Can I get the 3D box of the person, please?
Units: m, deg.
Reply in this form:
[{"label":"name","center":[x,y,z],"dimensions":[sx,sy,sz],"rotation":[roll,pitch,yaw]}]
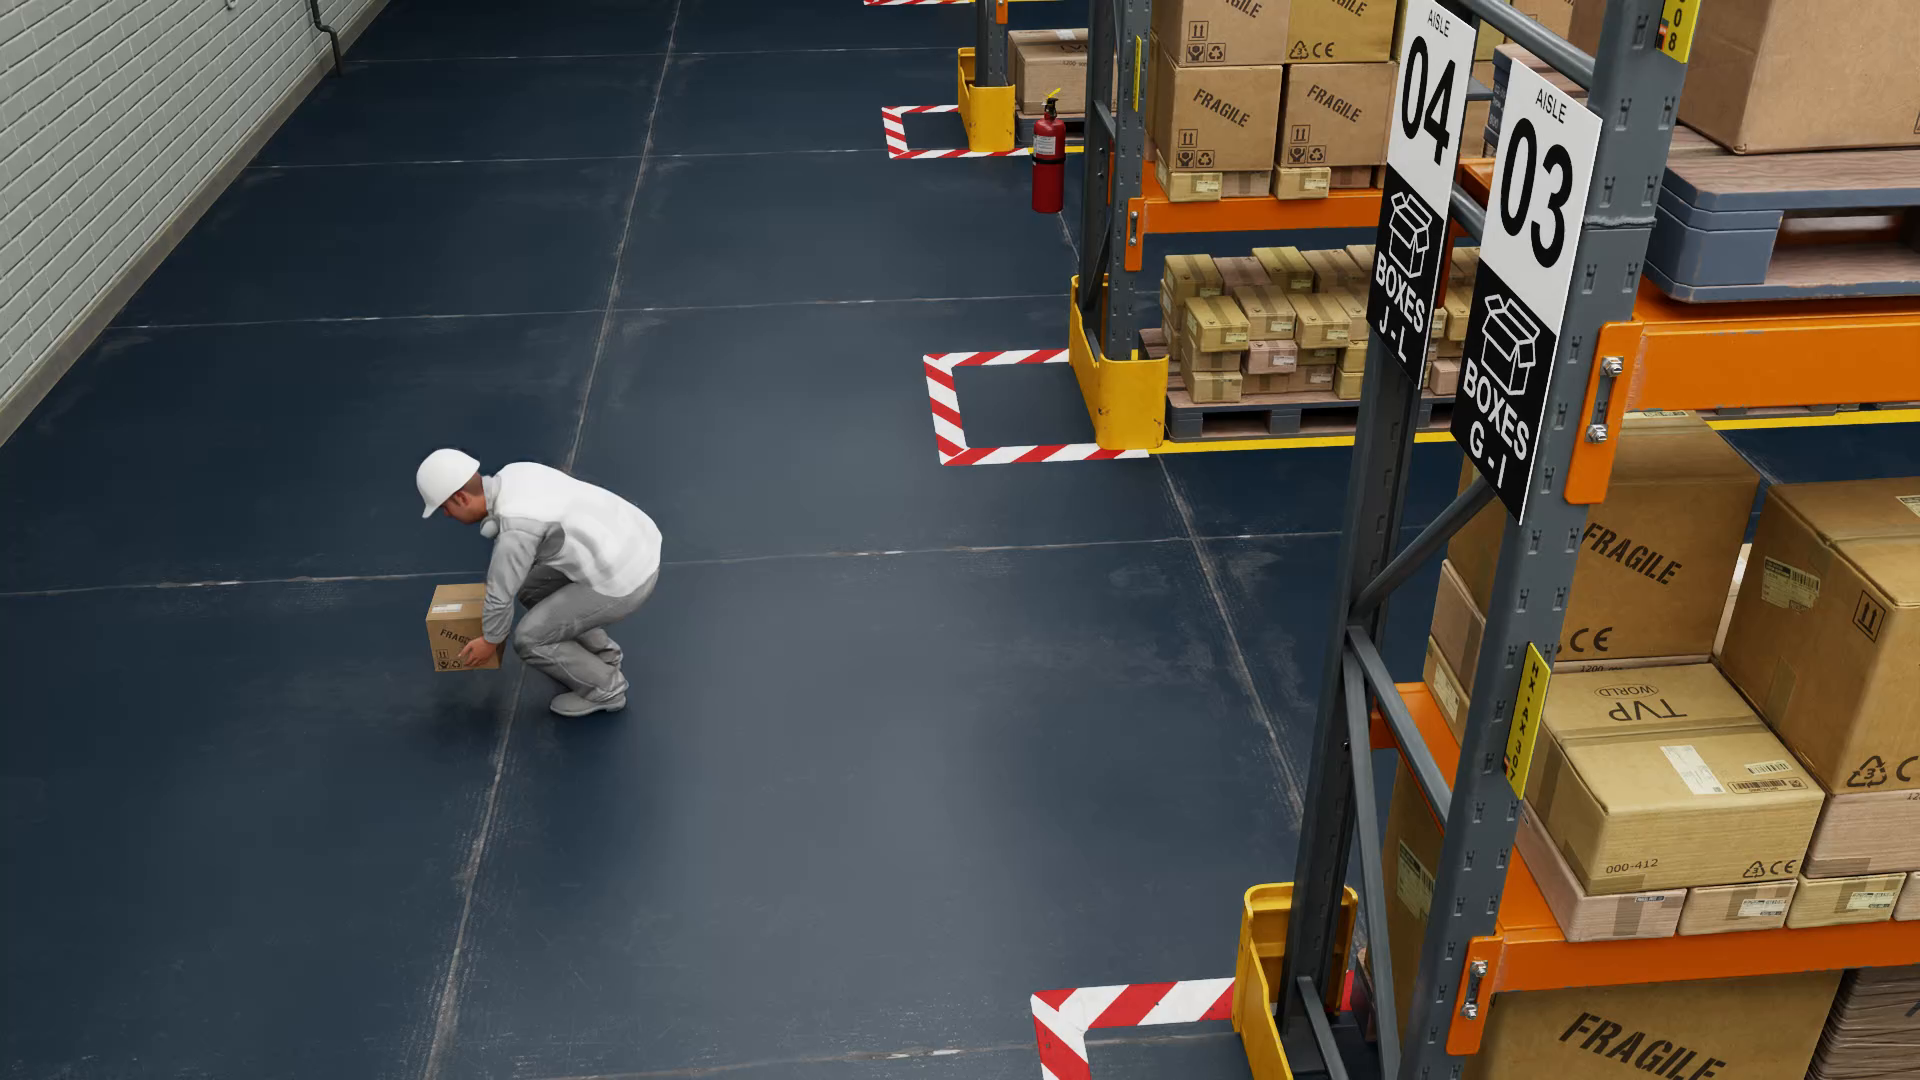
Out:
[{"label":"person","center":[-1.595,0.141,6.484],"dimensions":[0.862,1.147,0.560],"rotation":[-3,31,-5]}]
